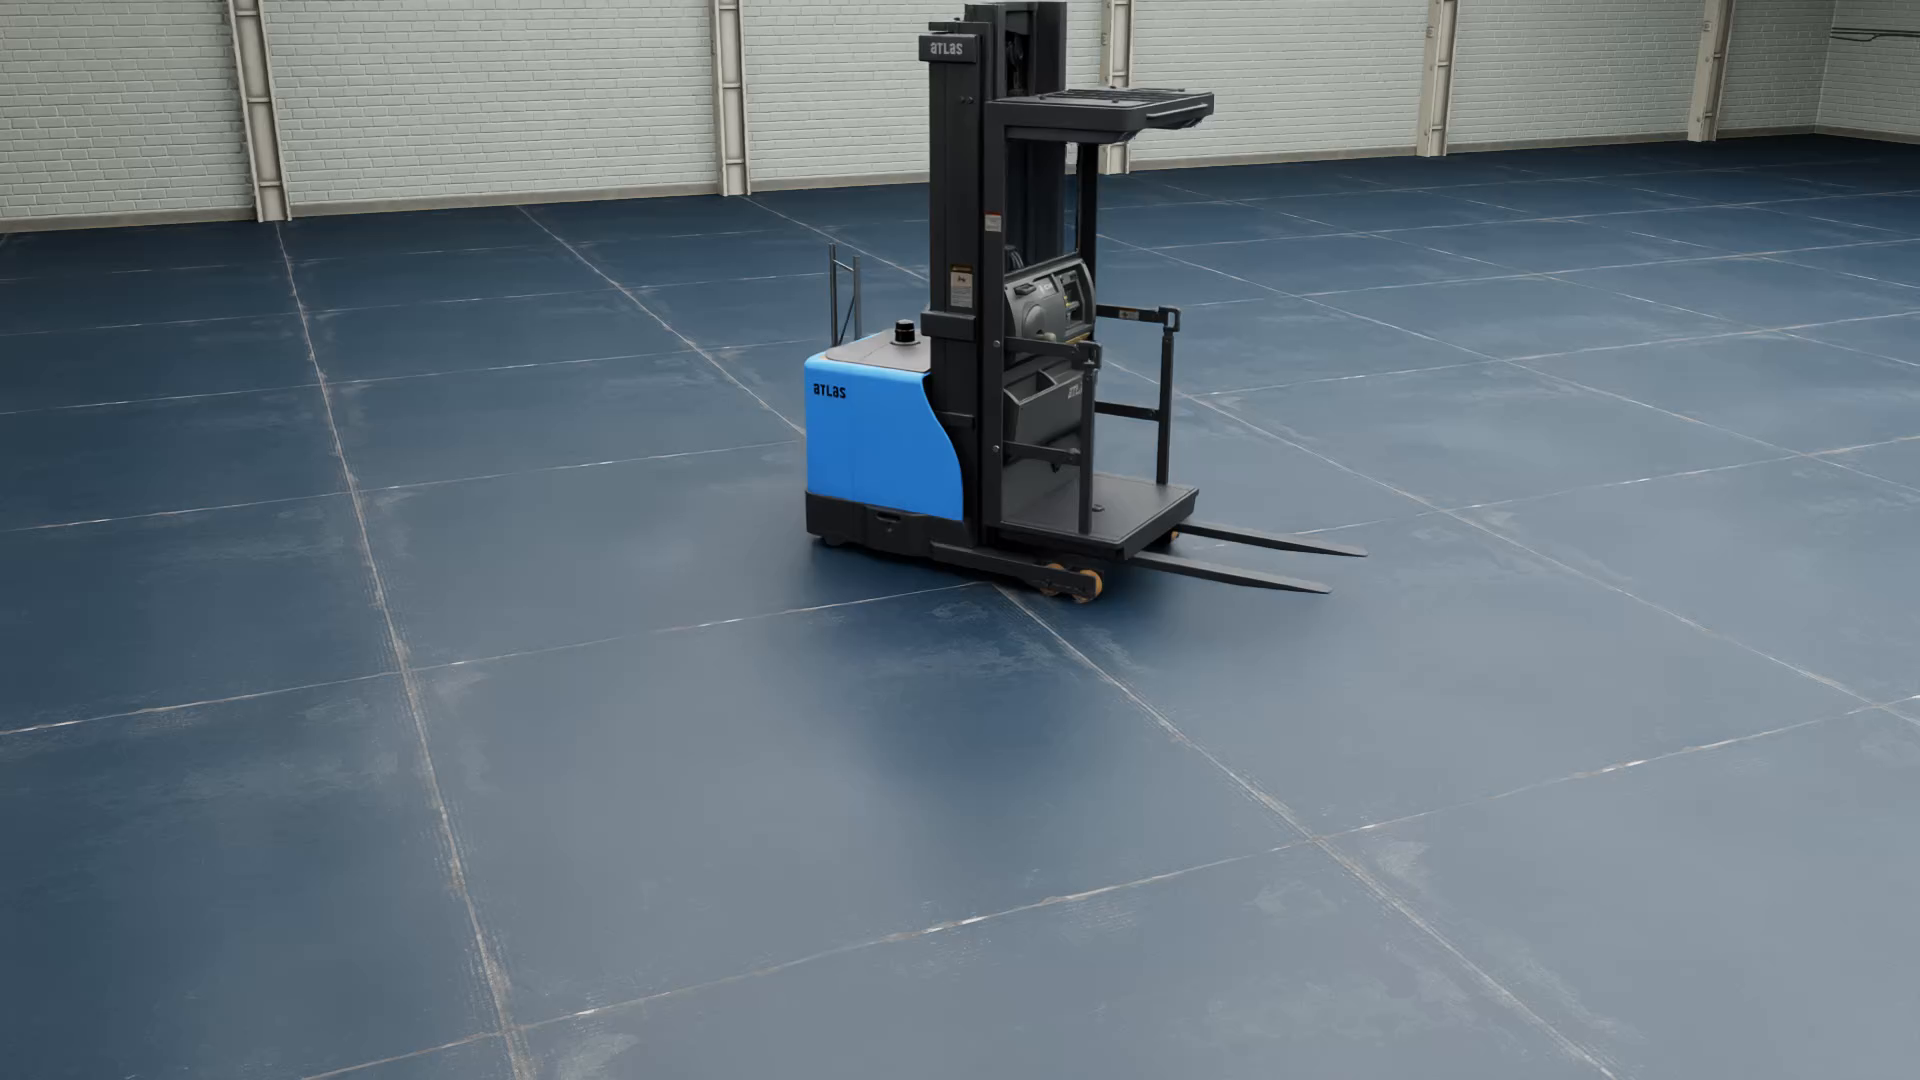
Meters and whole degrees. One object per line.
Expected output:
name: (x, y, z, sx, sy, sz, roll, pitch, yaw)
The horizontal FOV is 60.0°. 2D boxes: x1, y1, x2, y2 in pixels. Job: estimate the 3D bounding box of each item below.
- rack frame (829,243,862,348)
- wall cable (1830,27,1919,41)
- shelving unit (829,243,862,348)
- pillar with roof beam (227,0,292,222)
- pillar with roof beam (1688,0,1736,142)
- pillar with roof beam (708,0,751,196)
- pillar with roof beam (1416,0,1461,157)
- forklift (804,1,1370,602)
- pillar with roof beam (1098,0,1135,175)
rack frame: (-0.691, -1.027, 10.180, 0.032, 1.500, 0.500, -8, 21, -21)
wall cable: (16.597, -9.977, 28.983, 0.112, 2.526, 3.097, -8, 21, -22)
shelving unit: (-0.220, -1.091, 10.361, 1.048, 1.500, 0.538, -8, 21, -21)
pillar with roof beam: (-6.964, -6.987, 15.816, 0.400, 9.000, 9.100, -8, 21, -22)
pillar with roof beam: (15.073, -10.144, 24.783, 0.400, 9.000, 9.100, -8, 21, -22)
pillar with roof beam: (-1.455, -7.776, 18.058, 0.400, 9.000, 9.100, -8, 21, -22)
pillar with roof beam: (9.564, -9.355, 22.541, 0.400, 9.000, 9.100, -8, 21, -22)
forklift: (0.657, -1.261, 8.691, 3.031, 2.935, 1.130, 11, 22, 28)
pillar with roof beam: (4.055, -8.566, 20.300, 0.400, 9.000, 9.100, -8, 21, -22)
